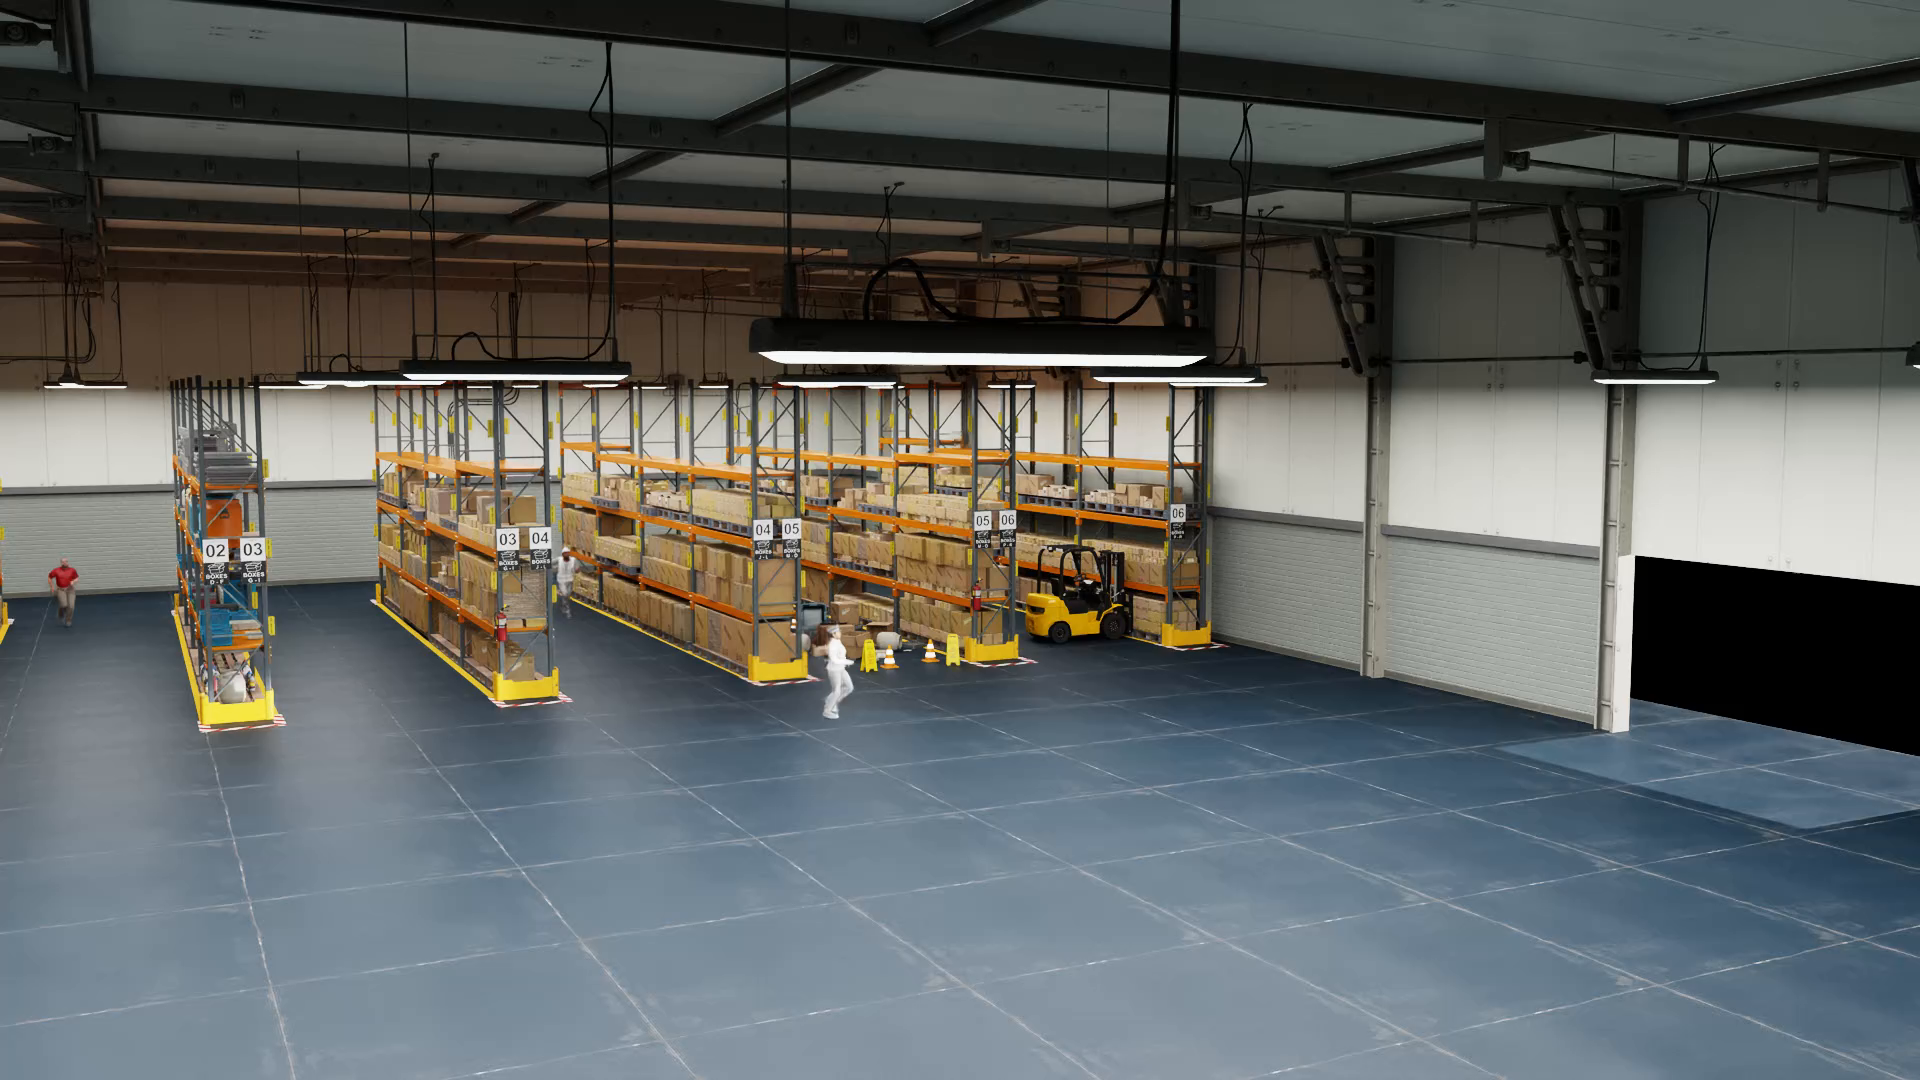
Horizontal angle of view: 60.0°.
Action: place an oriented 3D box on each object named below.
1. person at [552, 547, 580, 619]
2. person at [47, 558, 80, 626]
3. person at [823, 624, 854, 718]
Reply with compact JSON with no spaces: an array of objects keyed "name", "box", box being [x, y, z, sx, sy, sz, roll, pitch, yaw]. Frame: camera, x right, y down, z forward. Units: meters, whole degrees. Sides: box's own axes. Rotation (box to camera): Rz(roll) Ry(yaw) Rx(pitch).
[{"name":"person","box":[-10.033,1.083,42.302,0.712,1.825,0.921,-2,6,-24]},{"name":"person","box":[-21.773,1.272,40.490,0.651,1.683,0.640,-5,7,-42]},{"name":"person","box":[-2.125,2.293,29.187,0.584,1.660,0.595,1,5,12]}]
